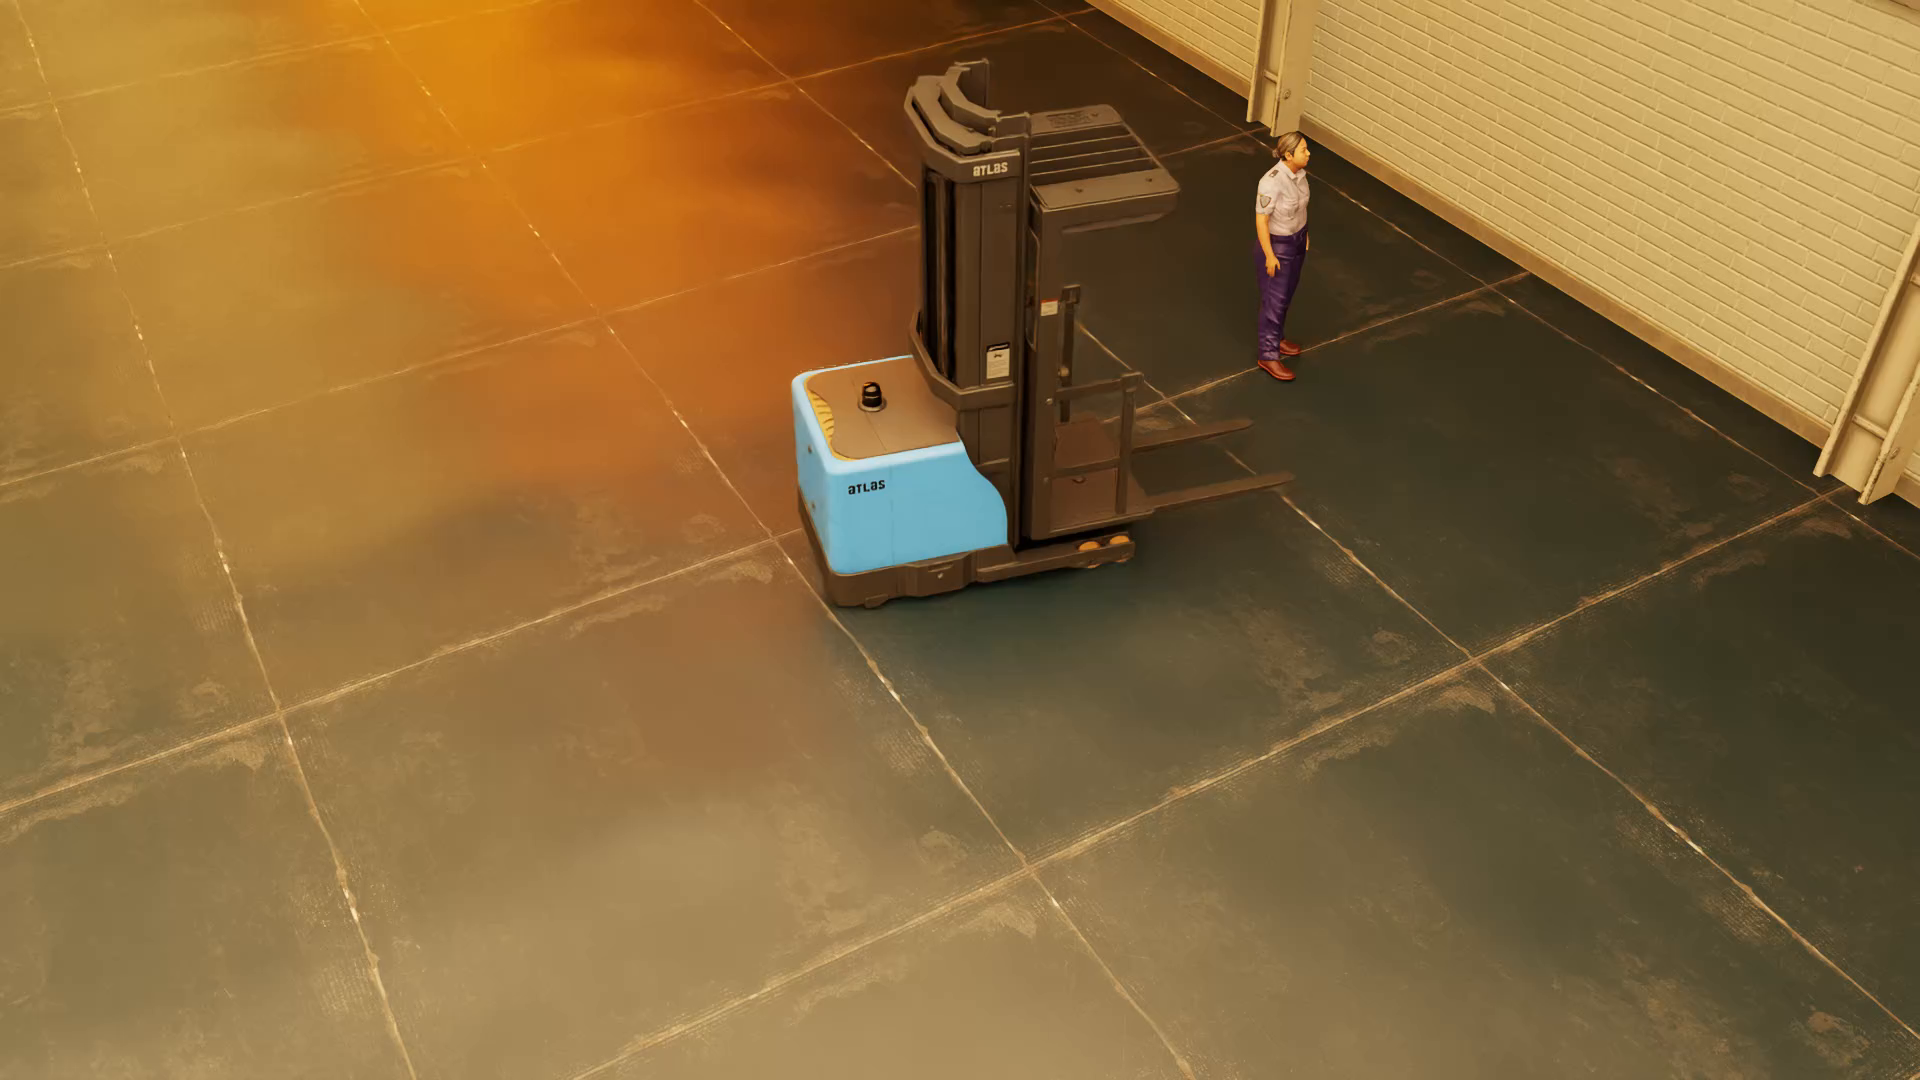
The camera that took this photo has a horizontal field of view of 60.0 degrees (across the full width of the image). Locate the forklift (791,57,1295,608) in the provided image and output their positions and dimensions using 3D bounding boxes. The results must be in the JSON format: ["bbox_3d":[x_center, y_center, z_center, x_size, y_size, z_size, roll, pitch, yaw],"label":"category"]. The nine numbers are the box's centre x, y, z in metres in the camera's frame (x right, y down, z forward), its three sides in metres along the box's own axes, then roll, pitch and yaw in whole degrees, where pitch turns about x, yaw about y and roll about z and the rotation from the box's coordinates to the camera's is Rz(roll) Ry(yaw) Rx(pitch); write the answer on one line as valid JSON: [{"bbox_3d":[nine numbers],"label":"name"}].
[{"bbox_3d":[0.561,-1.266,9.563,3.031,2.935,1.130,-11,41,-13],"label":"forklift"}]

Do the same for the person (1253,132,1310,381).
[{"bbox_3d":[2.279,-1.974,11.410,0.503,1.651,0.596,25,46,27],"label":"person"}]
